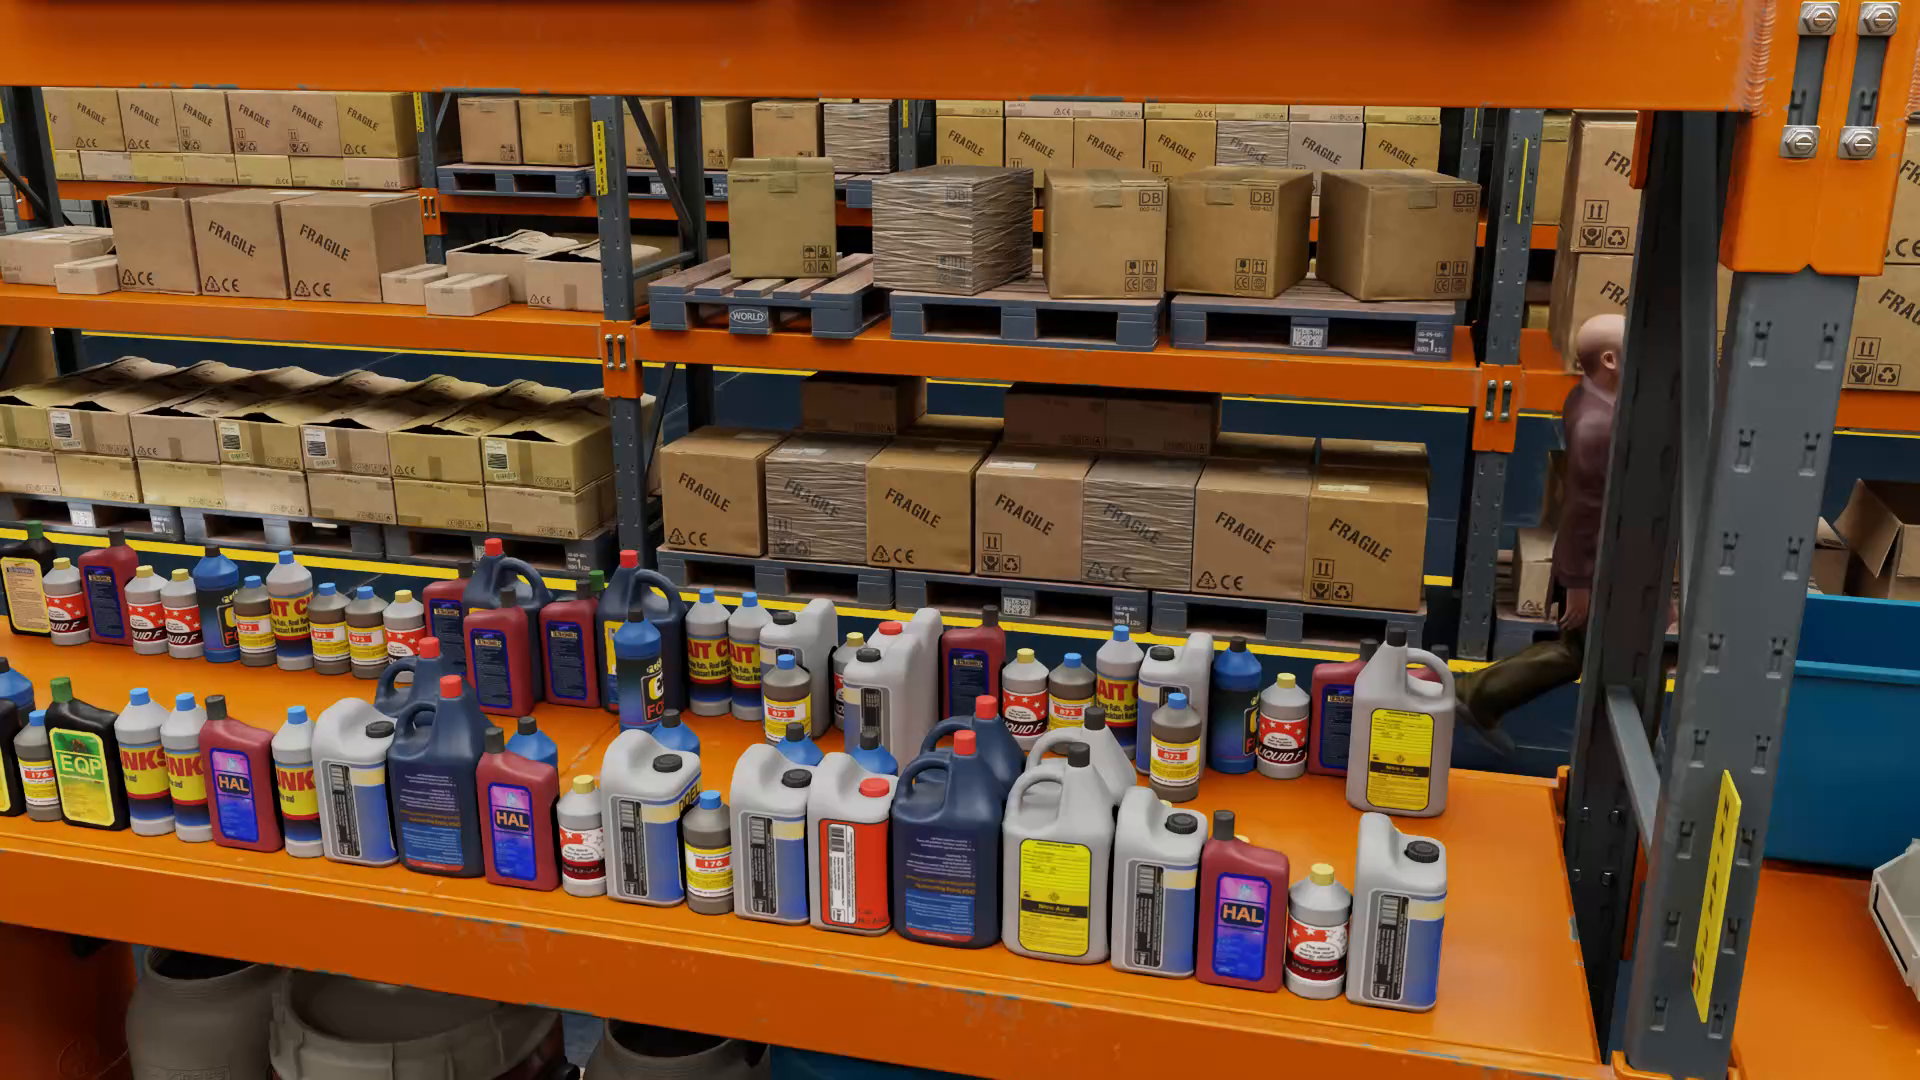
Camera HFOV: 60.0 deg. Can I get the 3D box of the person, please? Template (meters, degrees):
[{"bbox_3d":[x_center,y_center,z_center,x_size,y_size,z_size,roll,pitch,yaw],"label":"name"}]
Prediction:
[{"bbox_3d":[2.201,0.070,5.847,0.938,1.749,0.573,4,18,13],"label":"person"}]
